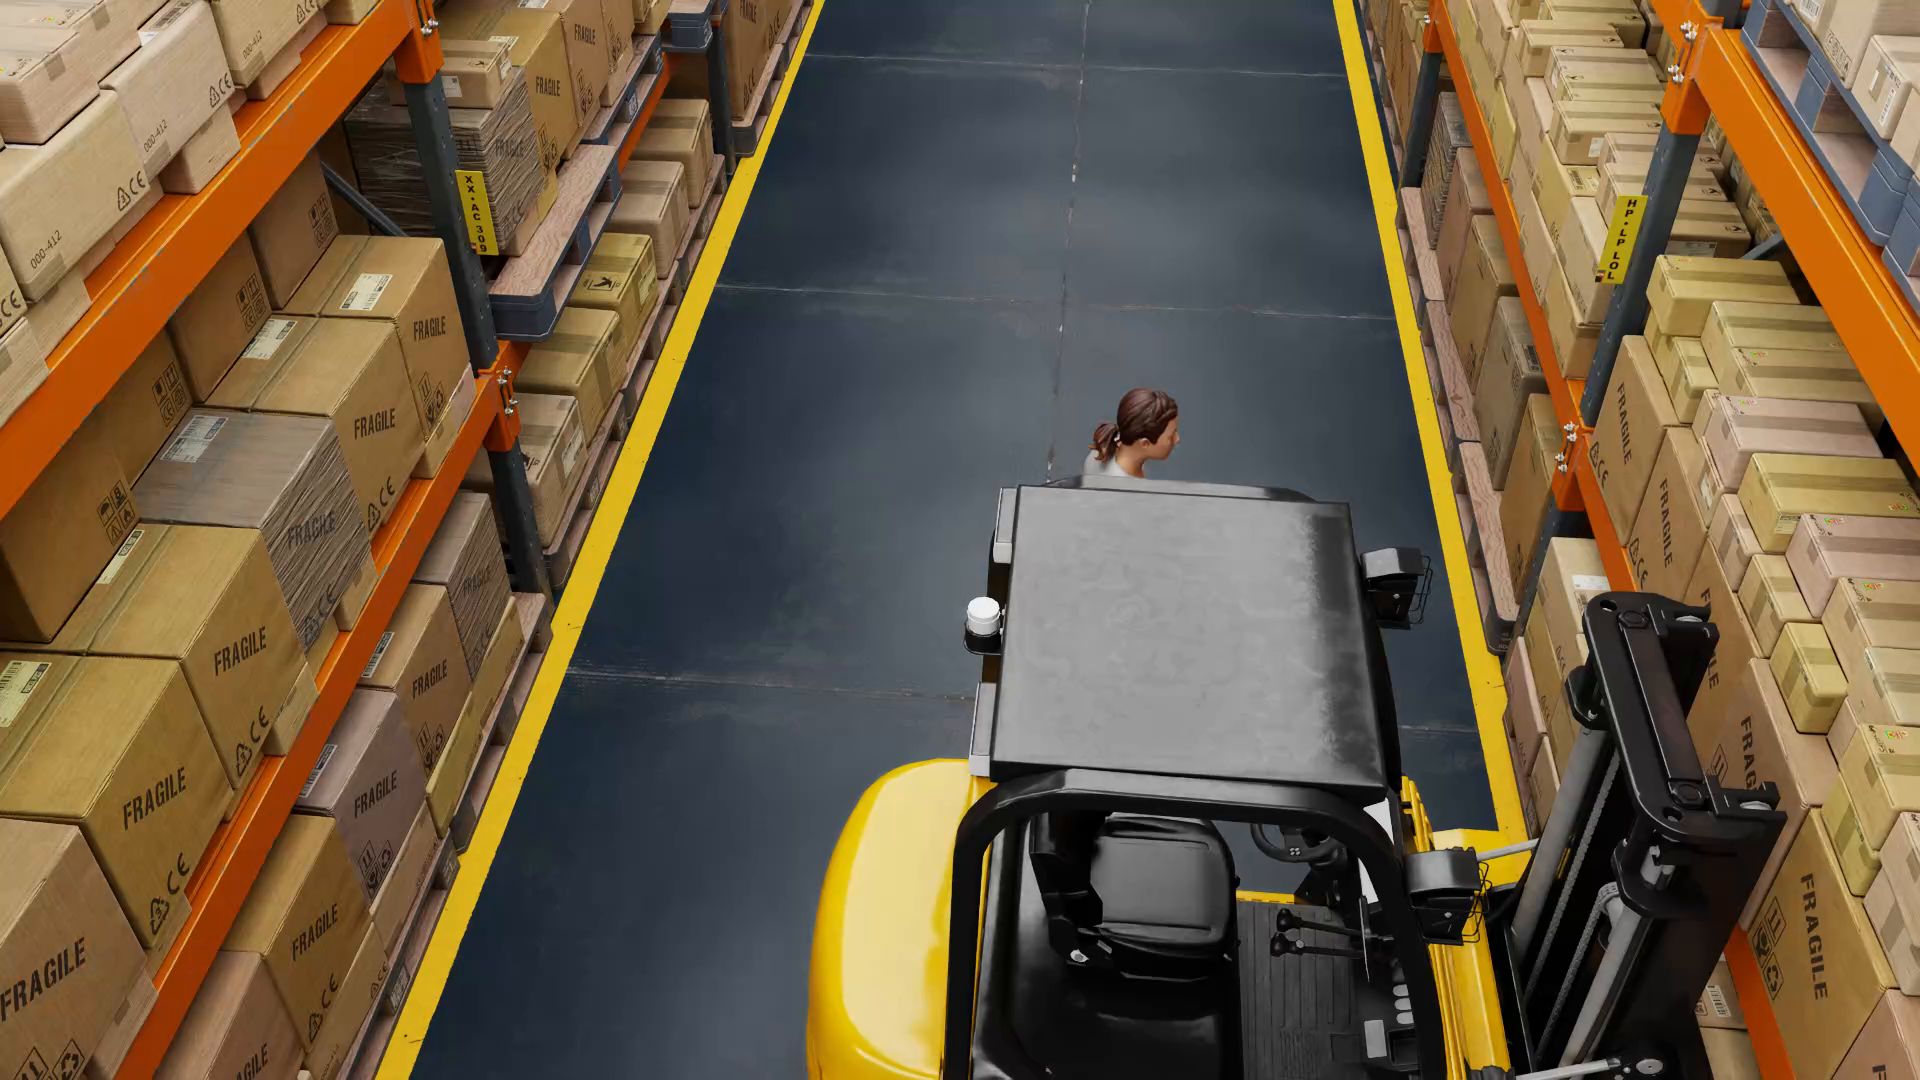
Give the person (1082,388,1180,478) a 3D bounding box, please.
[{"bbox_3d":[0.559,0.176,5.965,0.352,1.652,0.495,3,40,3],"label":"person"}]
